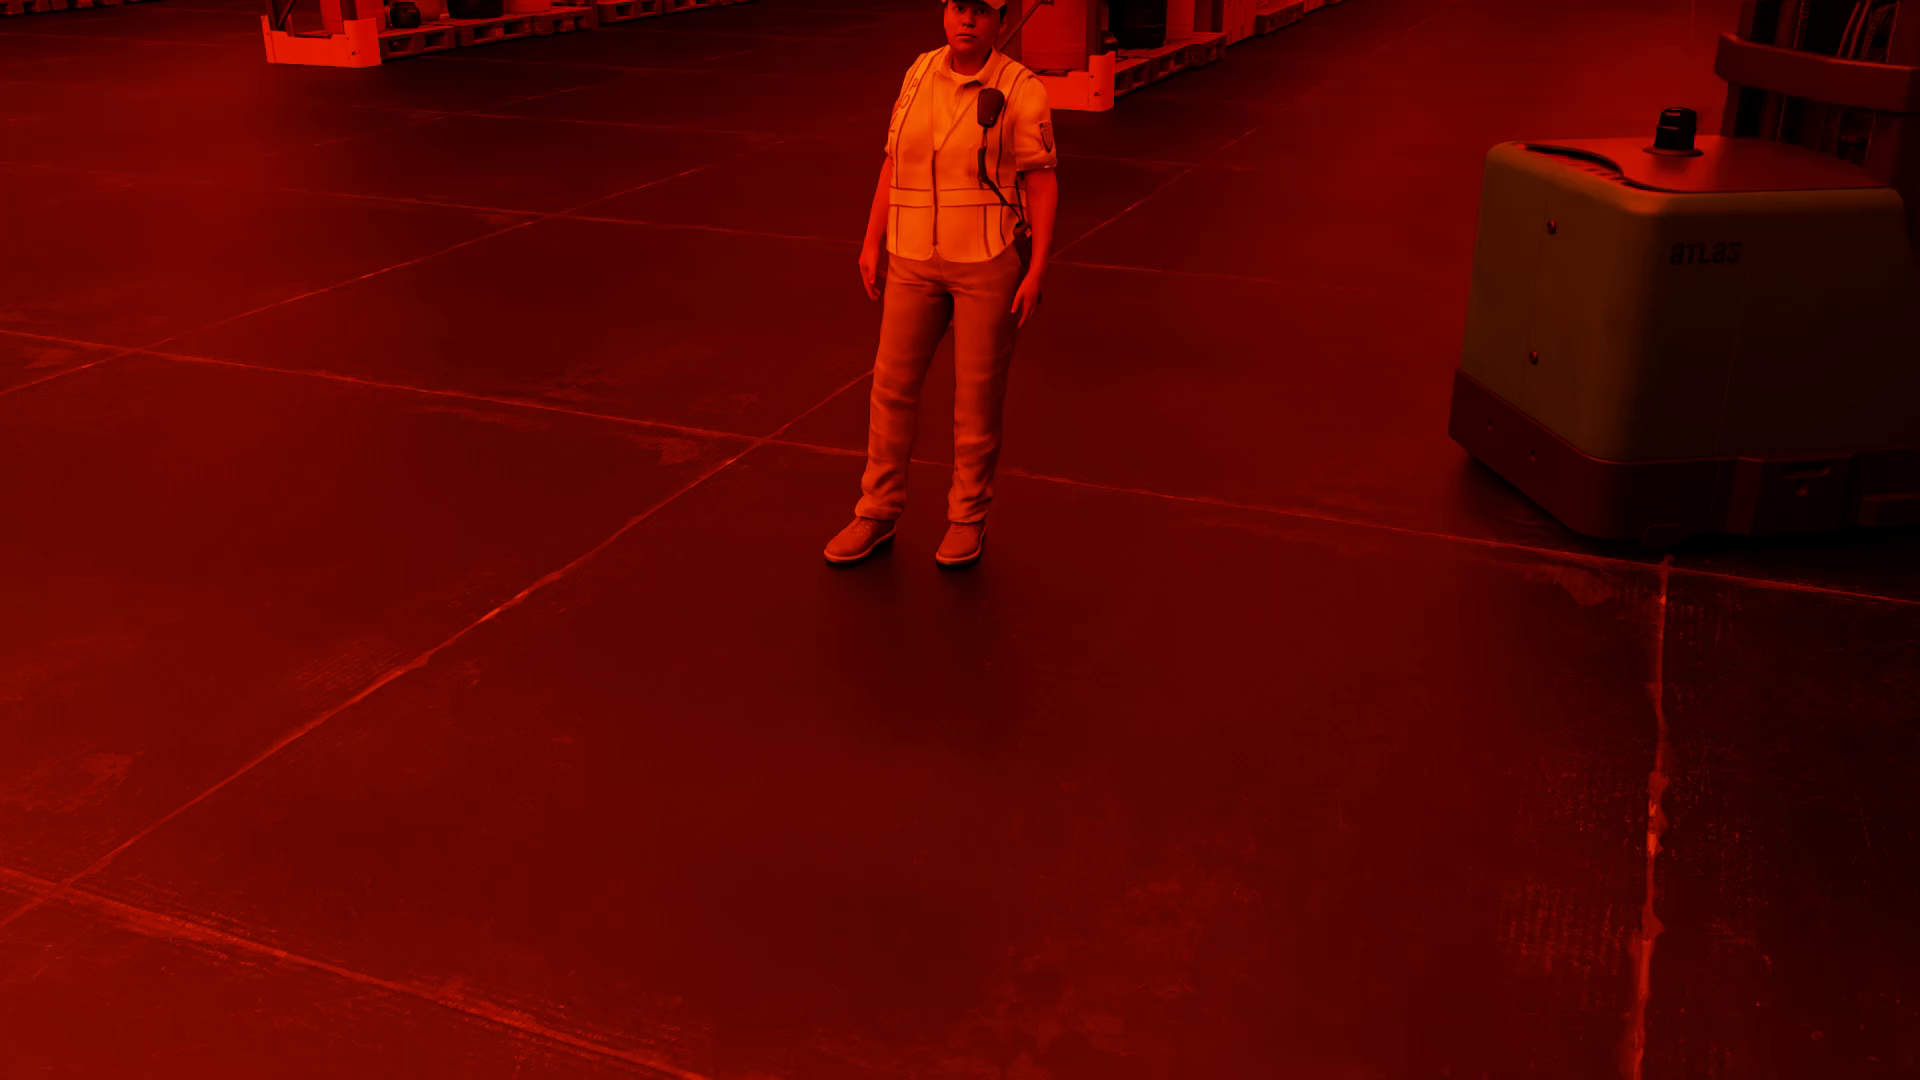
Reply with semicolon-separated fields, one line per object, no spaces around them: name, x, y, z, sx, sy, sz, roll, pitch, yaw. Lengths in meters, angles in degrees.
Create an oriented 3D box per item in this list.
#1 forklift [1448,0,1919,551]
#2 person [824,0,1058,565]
forklift;3.258;-1.571;5.052;3.031;2.935;1.130;-3;23;-8
person;-0.050;-0.753;4.711;0.598;1.670;0.529;9;24;21
